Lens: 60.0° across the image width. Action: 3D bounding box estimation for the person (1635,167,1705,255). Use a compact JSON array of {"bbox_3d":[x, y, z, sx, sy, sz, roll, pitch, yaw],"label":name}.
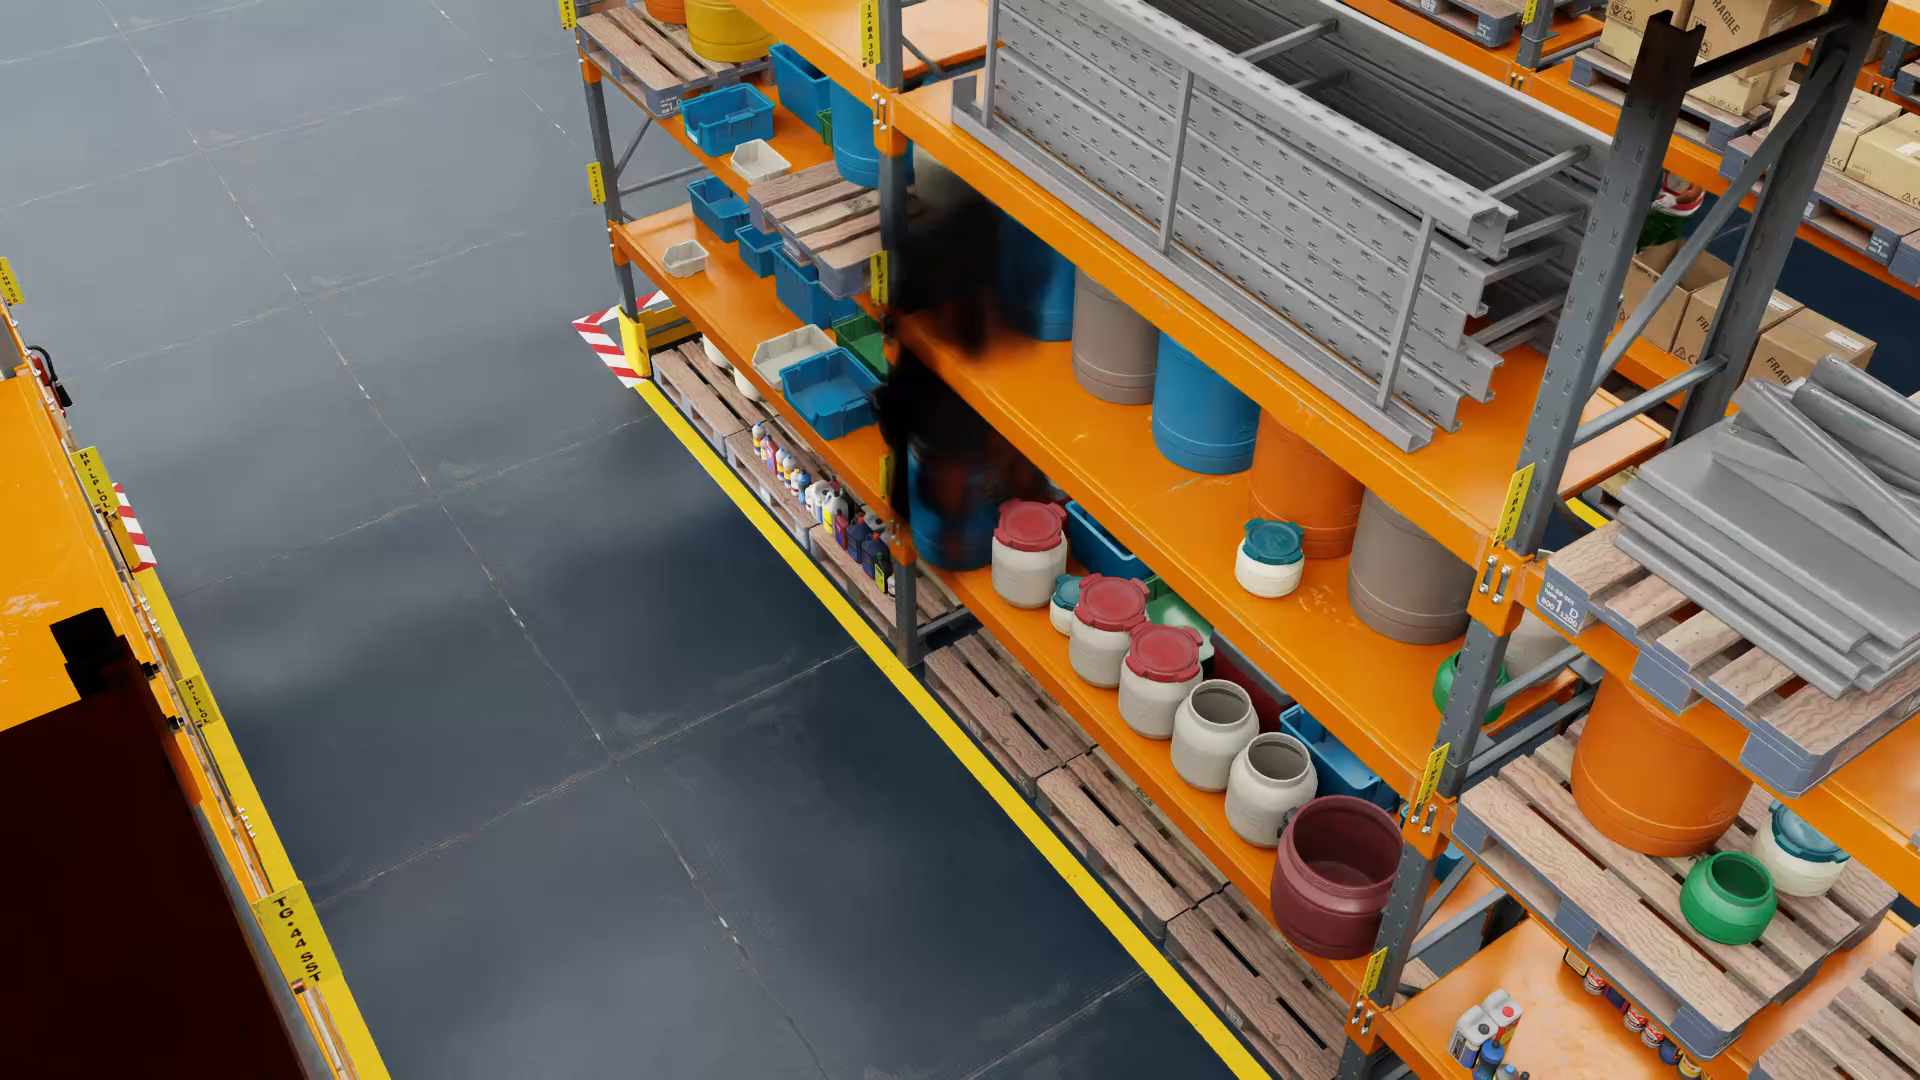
[{"bbox_3d":[5.804,-2.669,13.367,0.899,1.783,0.637,32,51,30],"label":"person"}]
